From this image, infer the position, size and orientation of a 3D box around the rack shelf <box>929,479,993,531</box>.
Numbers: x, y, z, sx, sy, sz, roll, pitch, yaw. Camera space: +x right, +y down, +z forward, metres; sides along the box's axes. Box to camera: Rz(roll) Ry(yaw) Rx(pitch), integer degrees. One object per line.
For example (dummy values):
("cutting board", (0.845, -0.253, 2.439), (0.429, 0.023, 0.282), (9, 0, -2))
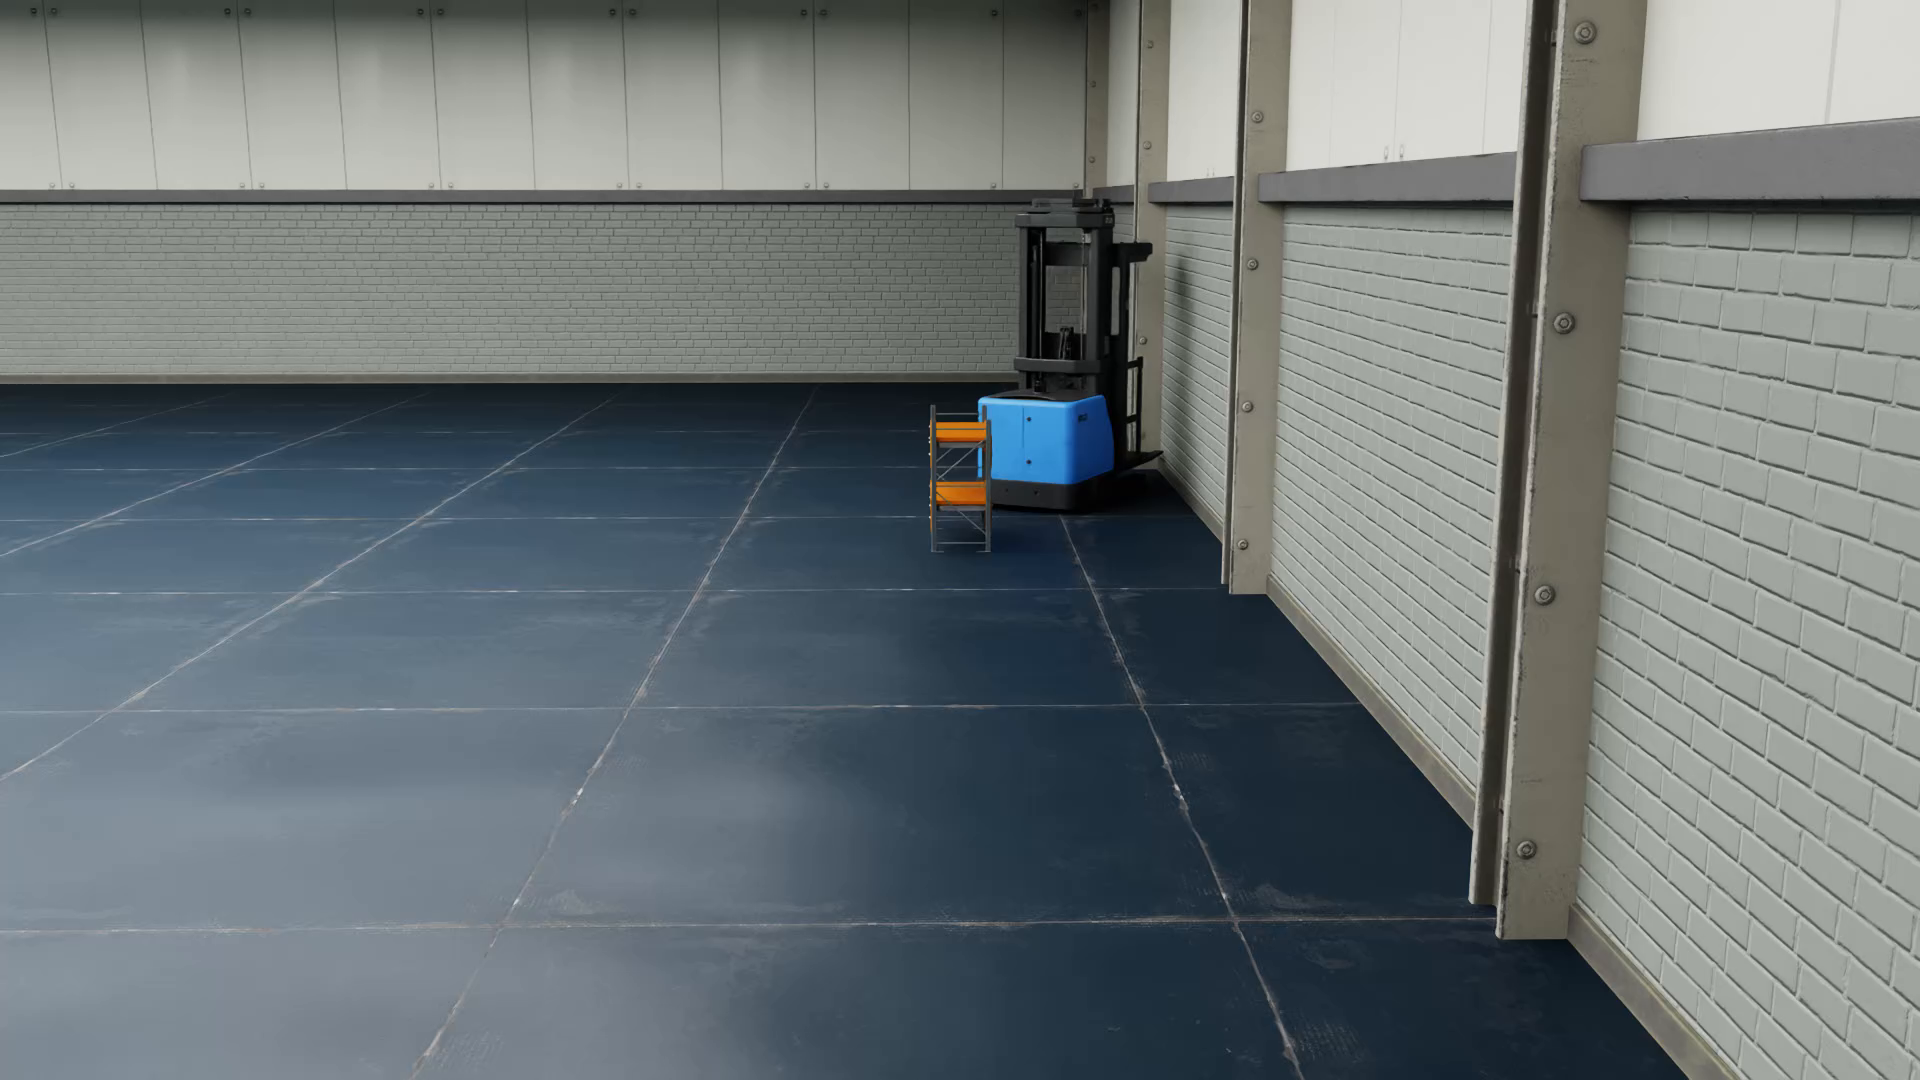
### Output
("rack shelf", (0.000, -0.310, 14.489), (0.538, 0.278, 1.000), (0, 11, -1))

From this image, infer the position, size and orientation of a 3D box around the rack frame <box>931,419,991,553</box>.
("rack frame", (0.011, -0.449, 13.943), (0.500, 1.125, 0.032), (0, 11, -1))

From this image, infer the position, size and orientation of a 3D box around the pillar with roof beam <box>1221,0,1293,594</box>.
("pillar with roof beam", (-2.114, -4.024, 11.762), (9.100, 9.000, 0.400), (0, 11, -1))

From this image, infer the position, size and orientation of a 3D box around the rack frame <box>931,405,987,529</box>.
("rack frame", (-0.010, -0.651, 14.939), (0.500, 1.125, 0.032), (0, 11, -1))

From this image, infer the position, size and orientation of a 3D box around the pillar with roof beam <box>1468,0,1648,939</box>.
("pillar with roof beam", (-1.990, -2.831, 5.883), (9.100, 9.000, 0.400), (0, 11, -1))

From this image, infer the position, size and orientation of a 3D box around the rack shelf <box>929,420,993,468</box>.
("rack shelf", (0.000, -0.837, 14.382), (0.538, 0.278, 1.000), (0, 11, -1))

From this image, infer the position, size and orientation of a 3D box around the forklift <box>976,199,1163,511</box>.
("forklift", (1.266, -1.956, 16.831), (1.130, 2.935, 3.031), (6, 13, 26))

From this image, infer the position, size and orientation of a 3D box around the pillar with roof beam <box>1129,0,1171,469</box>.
("pillar with roof beam", (-2.238, -5.217, 17.641), (9.100, 9.000, 0.400), (0, 11, -1))

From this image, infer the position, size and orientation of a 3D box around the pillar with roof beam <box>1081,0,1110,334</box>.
("pillar with roof beam", (-2.362, -6.410, 23.520), (9.100, 9.000, 0.400), (0, 11, -1))

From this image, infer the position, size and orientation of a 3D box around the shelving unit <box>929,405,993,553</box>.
("shelving unit", (0.000, -0.550, 14.441), (0.538, 1.125, 1.048), (0, 11, -1))
